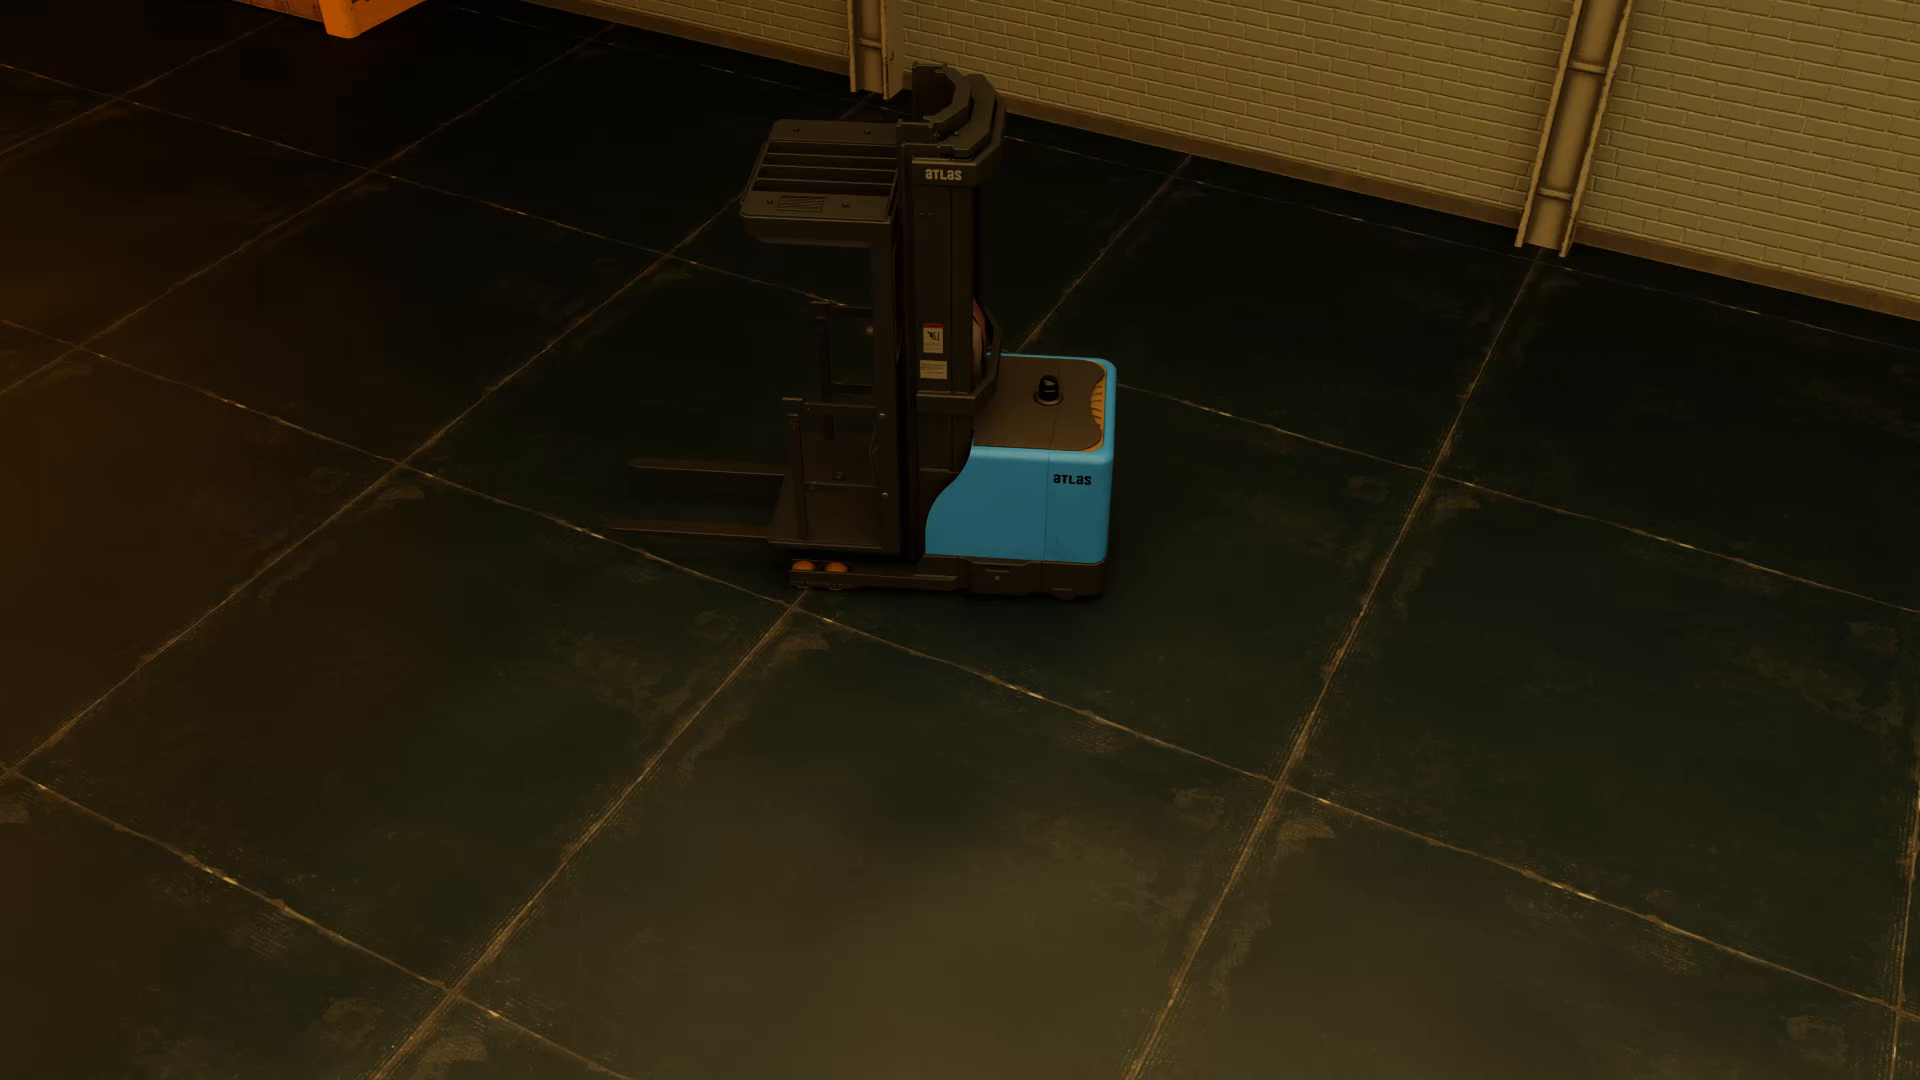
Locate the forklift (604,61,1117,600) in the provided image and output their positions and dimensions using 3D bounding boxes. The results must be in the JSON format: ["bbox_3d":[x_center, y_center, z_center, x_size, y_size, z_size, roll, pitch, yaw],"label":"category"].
[{"bbox_3d":[-0.606,-1.157,9.360,3.031,2.935,1.130,3,40,4],"label":"forklift"}]

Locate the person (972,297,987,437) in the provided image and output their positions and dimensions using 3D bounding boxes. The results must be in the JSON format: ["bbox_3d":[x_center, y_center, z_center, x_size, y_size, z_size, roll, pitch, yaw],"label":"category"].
[{"bbox_3d":[-0.016,-0.829,9.558,0.331,1.710,0.562,18,43,21],"label":"person"}]
